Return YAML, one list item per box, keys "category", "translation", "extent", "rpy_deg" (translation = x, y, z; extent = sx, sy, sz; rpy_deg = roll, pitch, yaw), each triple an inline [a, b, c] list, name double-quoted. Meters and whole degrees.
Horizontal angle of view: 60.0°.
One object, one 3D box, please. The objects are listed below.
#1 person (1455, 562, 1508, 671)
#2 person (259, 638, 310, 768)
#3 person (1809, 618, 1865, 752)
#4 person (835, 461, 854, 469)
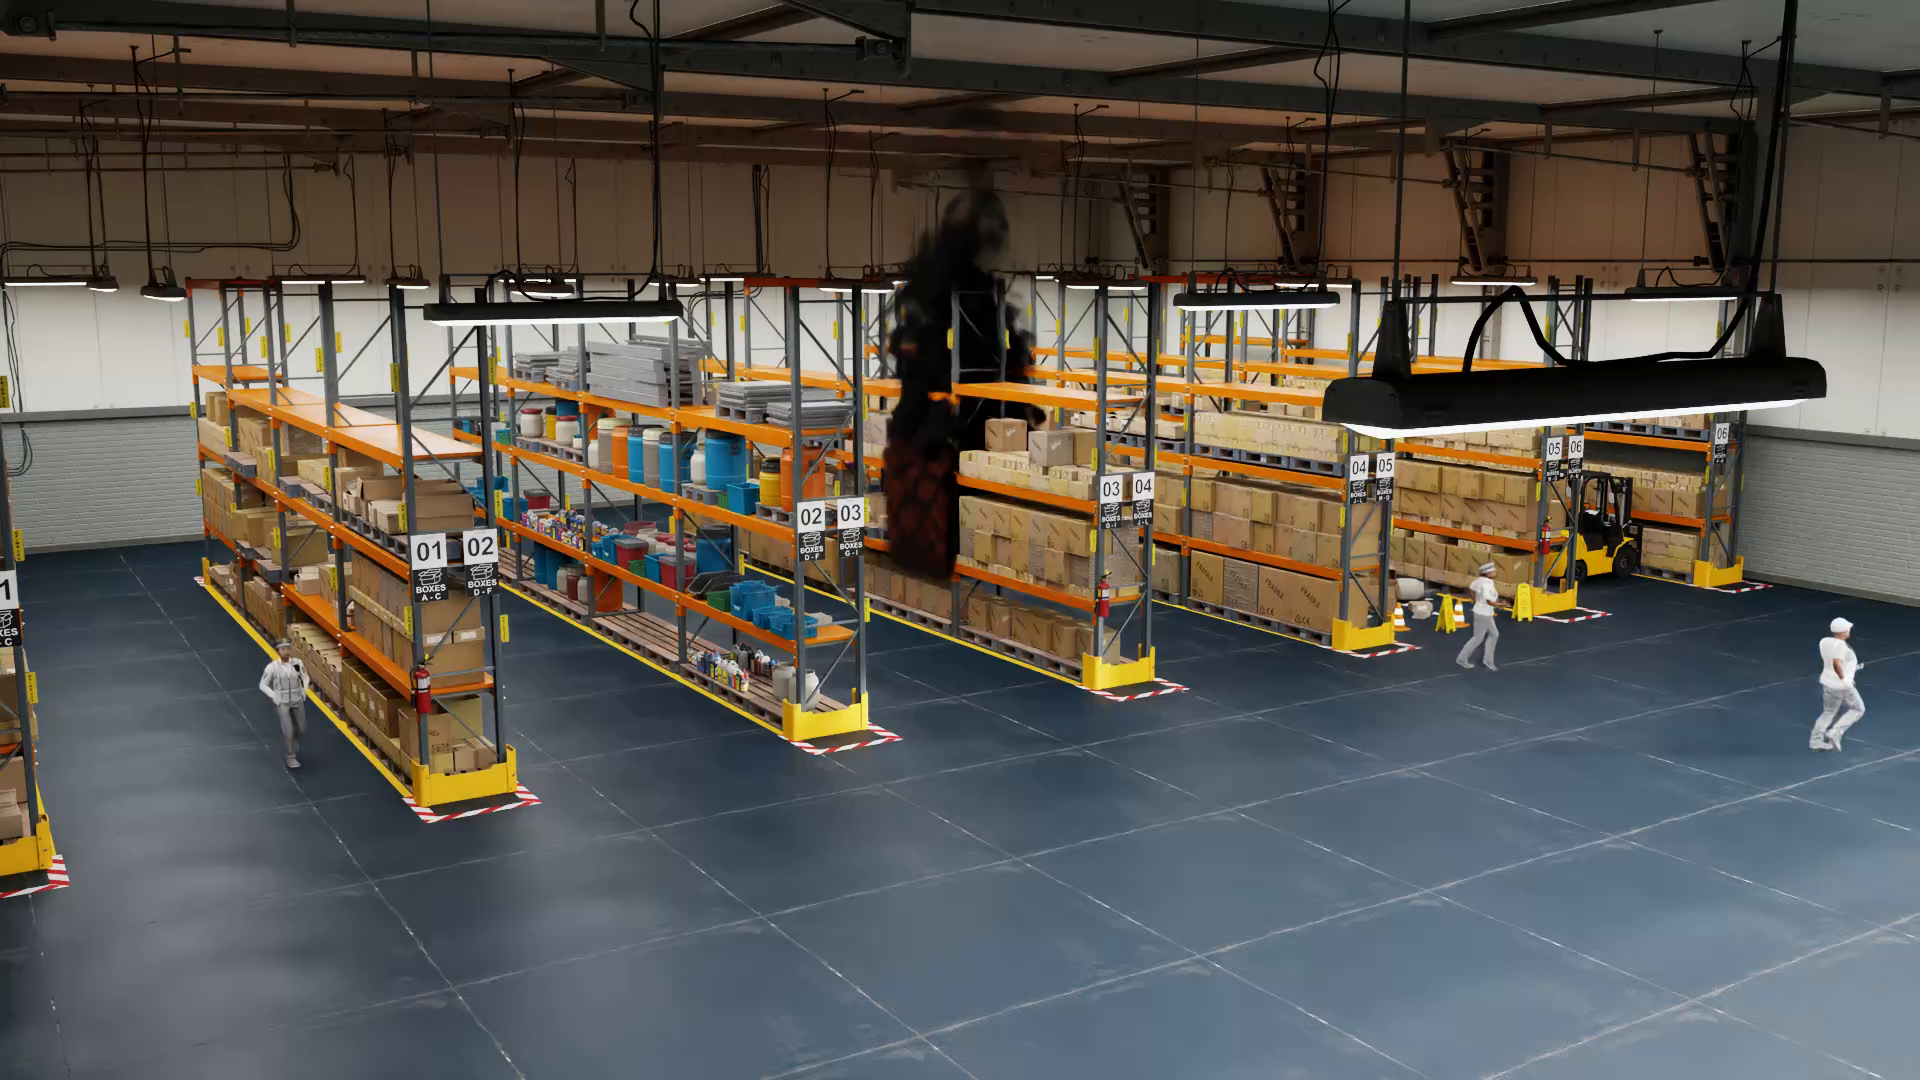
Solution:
- category: "person"
  translation: [8.118, 1.208, 25.833]
  extent: [0.763, 1.772, 0.589]
  rpy_deg: [2, 10, 11]
- category: "person"
  translation: [-8.494, 2.029, 20.980]
  extent: [0.614, 1.647, 0.580]
  rpy_deg: [-7, 12, -37]
- category: "person"
  translation: [11.413, 1.870, 21.531]
  extent: [0.662, 1.747, 0.664]
  rpy_deg: [-1, 10, -6]
- category: "person"
  translation: [-3.003, -1.473, 41.580]
  extent: [0.867, 1.715, 0.771]
  rpy_deg: [-6, 11, -33]
